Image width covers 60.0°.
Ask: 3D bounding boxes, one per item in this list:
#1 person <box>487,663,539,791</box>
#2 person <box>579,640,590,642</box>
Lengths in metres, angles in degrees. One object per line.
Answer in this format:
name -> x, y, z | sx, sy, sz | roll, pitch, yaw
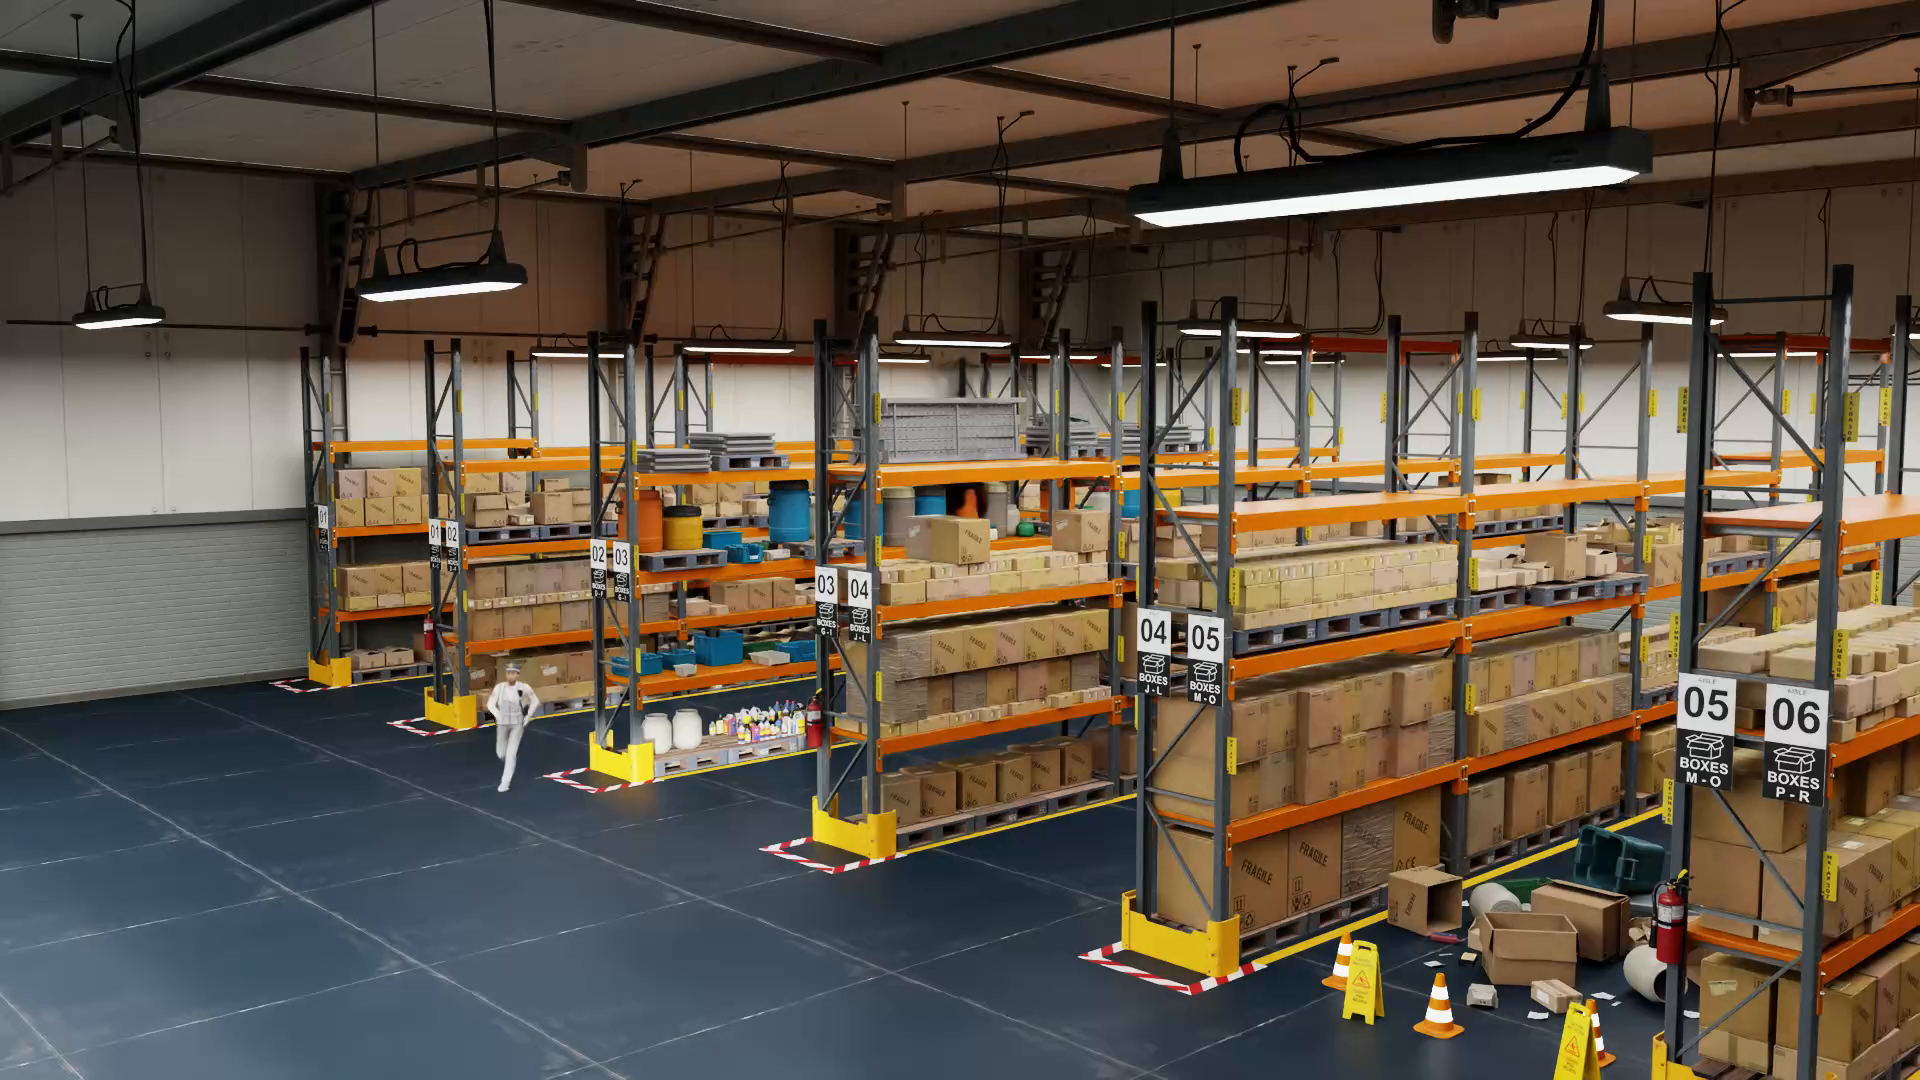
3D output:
person -> -5.886, 2.421, 21.925 | 0.660, 1.670, 0.697 | -1, 5, -6
person -> -6.509, 1.719, 29.361 | 1.020, 1.779, 0.695 | -5, 7, -43
